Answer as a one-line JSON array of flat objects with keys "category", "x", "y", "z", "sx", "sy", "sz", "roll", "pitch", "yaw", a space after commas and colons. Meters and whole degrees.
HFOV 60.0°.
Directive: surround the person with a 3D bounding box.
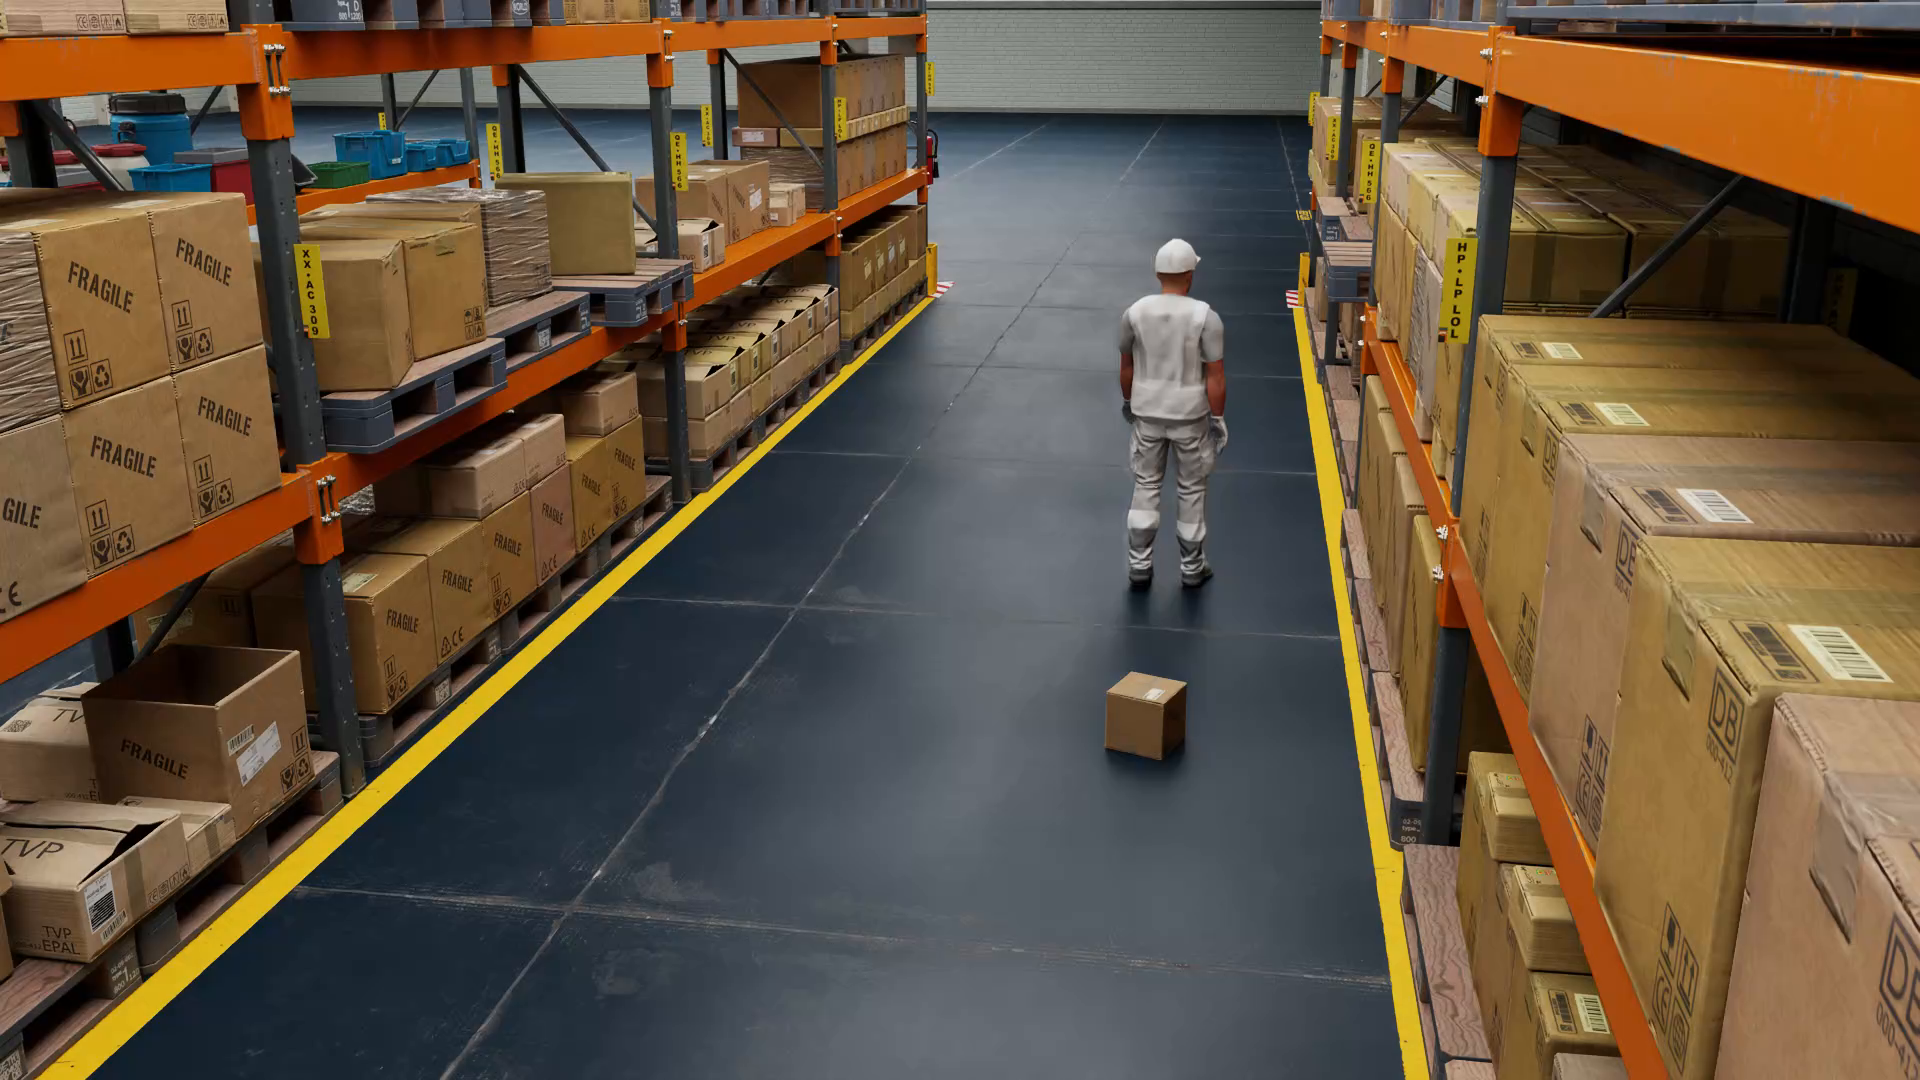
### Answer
[{"category": "person", "x": 1.092, "y": -0.642, "z": 8.464, "sx": 0.602, "sy": 1.791, "sz": 0.495, "roll": 7, "pitch": 19, "yaw": 20}]
